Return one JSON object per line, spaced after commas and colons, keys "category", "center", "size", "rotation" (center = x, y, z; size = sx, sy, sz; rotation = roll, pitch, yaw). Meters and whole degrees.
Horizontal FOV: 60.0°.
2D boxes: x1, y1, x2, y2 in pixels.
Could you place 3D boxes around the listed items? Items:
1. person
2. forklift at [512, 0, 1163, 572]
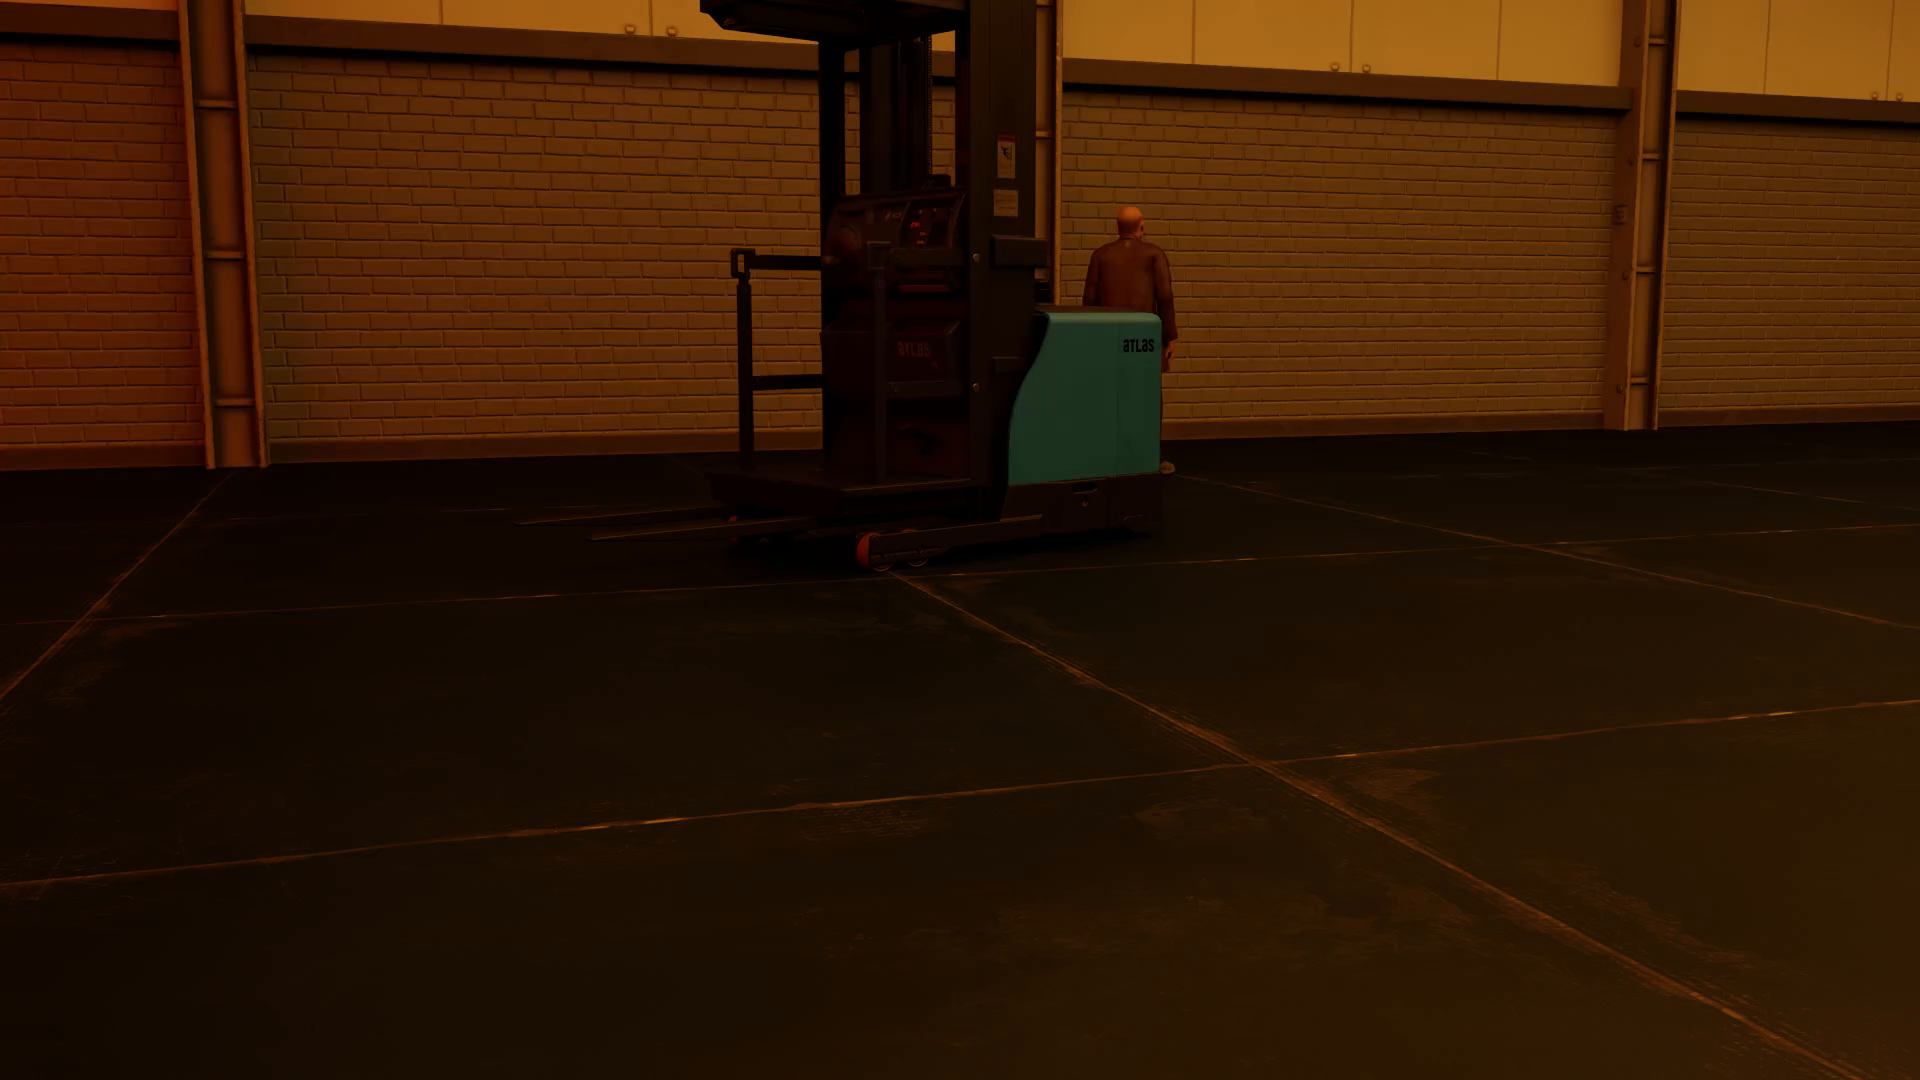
{"category": "person", "center": [1.126, -1.319, 11.041], "size": [0.648, 1.774, 0.420], "rotation": [3, 8, 20]}
{"category": "forklift", "center": [-0.461, -1.399, 7.333], "size": [3.031, 2.935, 1.130], "rotation": [-7, 10, -40]}
